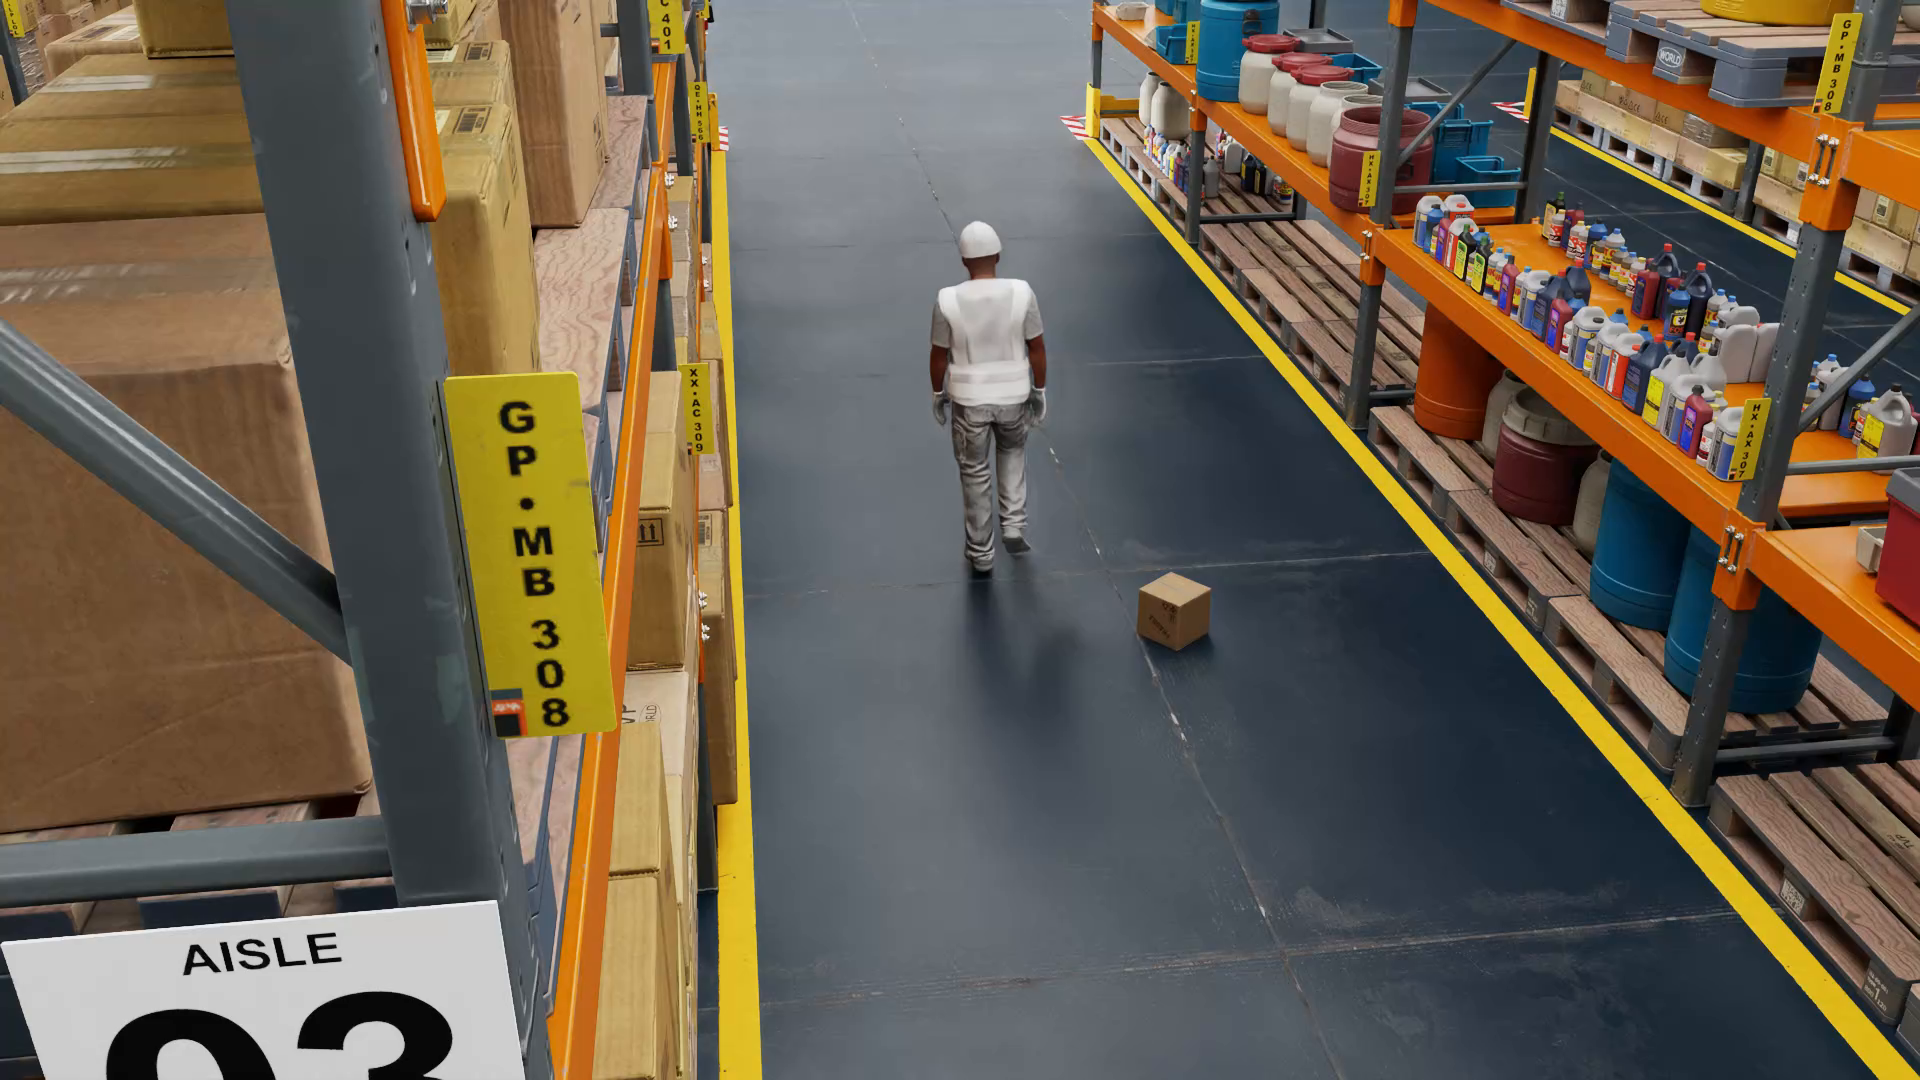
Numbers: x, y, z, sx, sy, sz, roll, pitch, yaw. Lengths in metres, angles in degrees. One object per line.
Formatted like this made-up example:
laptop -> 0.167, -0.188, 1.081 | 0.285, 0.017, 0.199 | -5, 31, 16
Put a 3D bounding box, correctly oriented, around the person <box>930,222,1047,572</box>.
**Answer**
person -> 0.140, -0.716, 8.461 | 0.578, 1.794, 0.483 | -5, 27, -9
